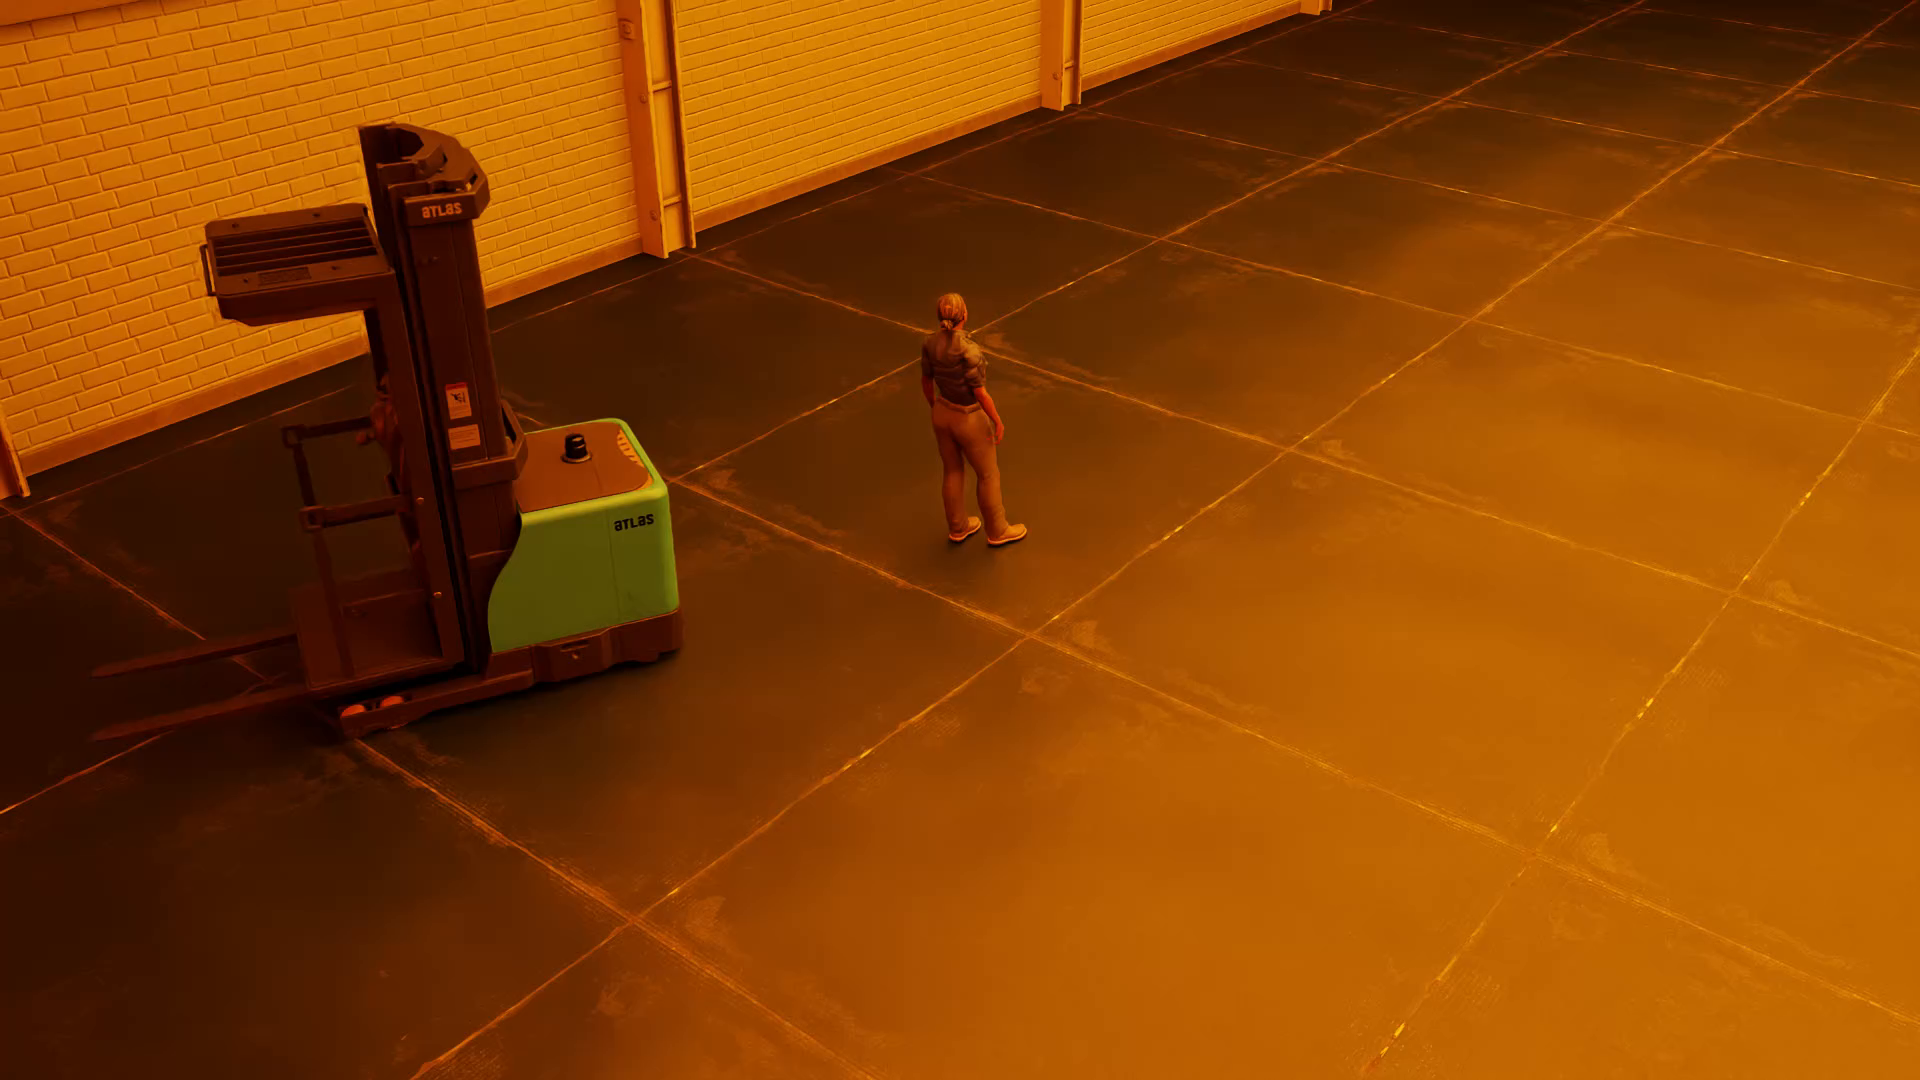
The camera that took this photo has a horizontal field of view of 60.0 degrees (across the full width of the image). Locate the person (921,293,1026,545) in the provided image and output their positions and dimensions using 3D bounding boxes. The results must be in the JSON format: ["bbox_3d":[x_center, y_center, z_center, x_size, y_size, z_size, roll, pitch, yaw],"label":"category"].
[{"bbox_3d":[0.070,-0.748,10.127,0.570,1.654,0.504,22,37,33],"label":"person"}]

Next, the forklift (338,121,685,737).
[{"bbox_3d":[-3.112,-0.534,8.508,3.031,2.935,1.130,-13,33,-21],"label":"forklift"}]
